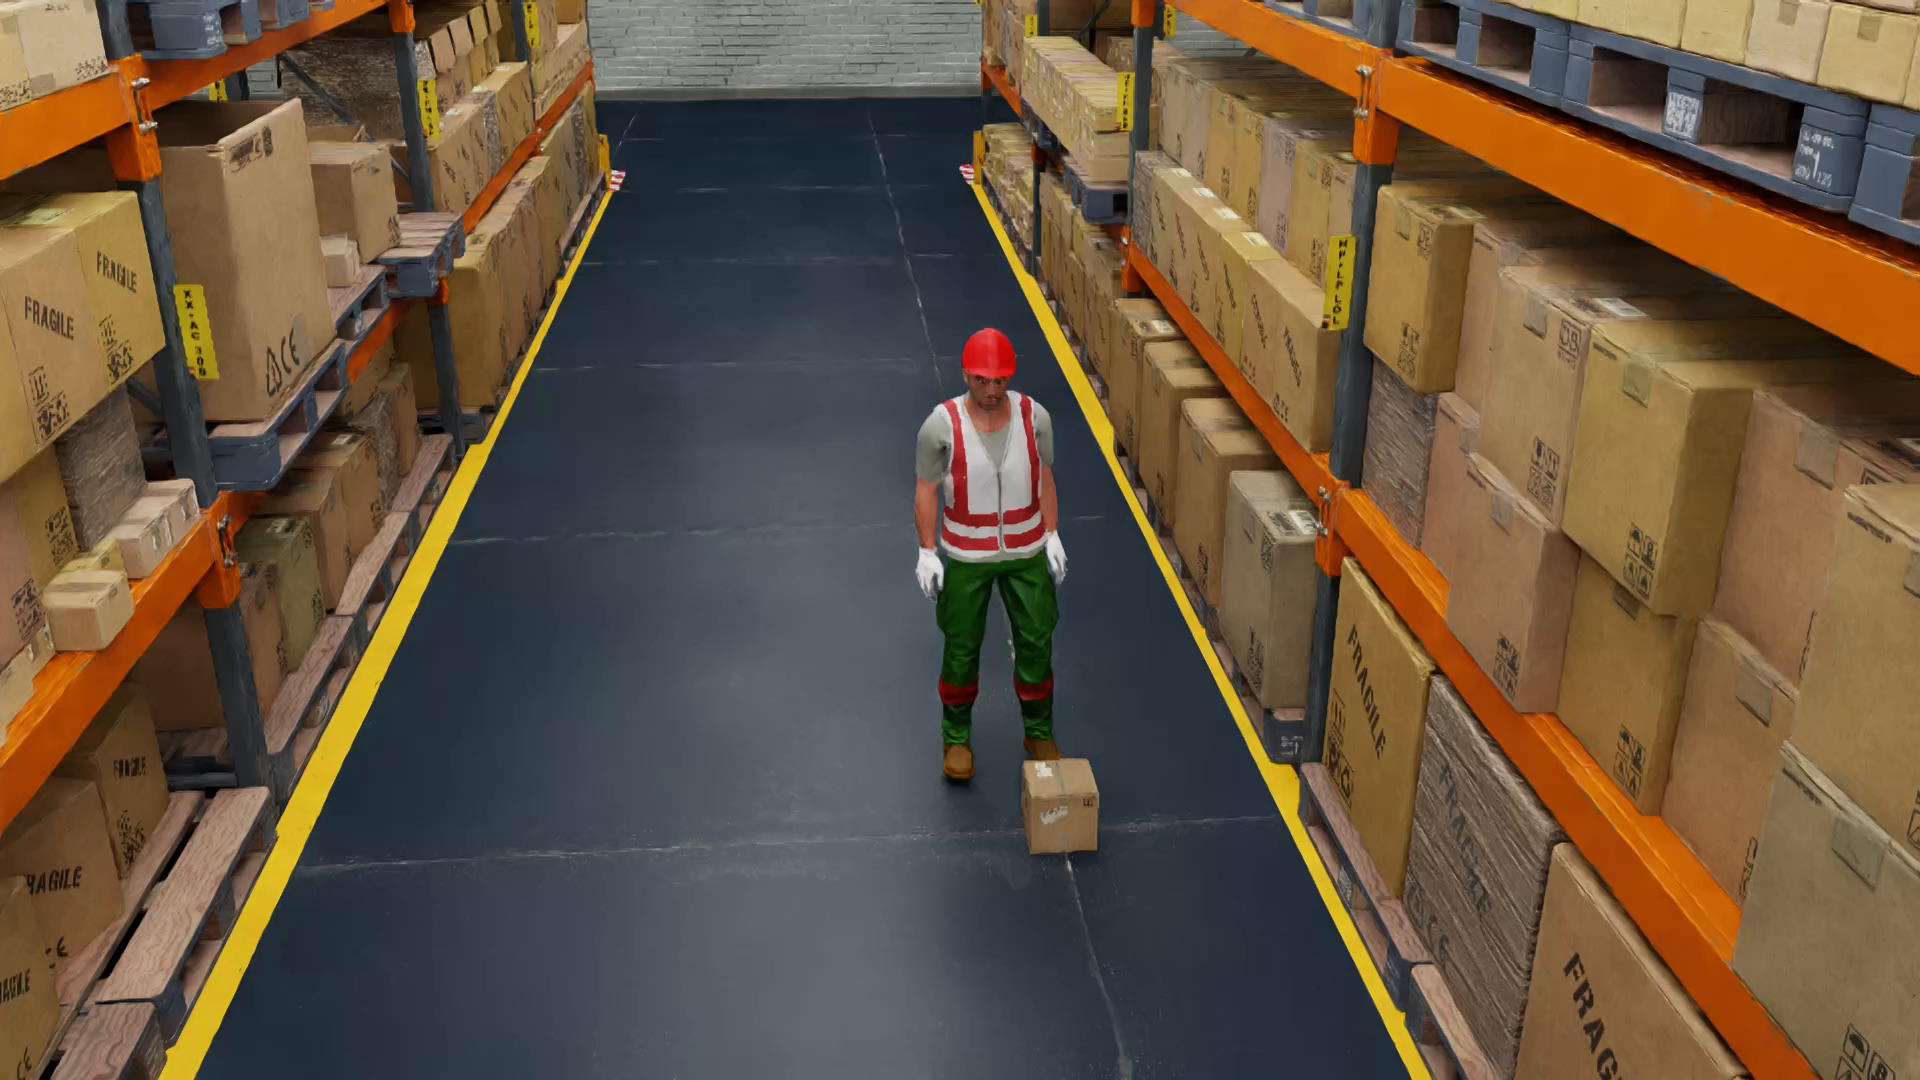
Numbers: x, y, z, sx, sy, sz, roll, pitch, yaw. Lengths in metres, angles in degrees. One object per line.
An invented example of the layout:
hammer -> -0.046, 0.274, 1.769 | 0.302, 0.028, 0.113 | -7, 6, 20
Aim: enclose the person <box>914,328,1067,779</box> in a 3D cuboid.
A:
person -> 0.132, 0.066, 6.360 | 0.591, 1.796, 0.405 | -5, 24, -11
